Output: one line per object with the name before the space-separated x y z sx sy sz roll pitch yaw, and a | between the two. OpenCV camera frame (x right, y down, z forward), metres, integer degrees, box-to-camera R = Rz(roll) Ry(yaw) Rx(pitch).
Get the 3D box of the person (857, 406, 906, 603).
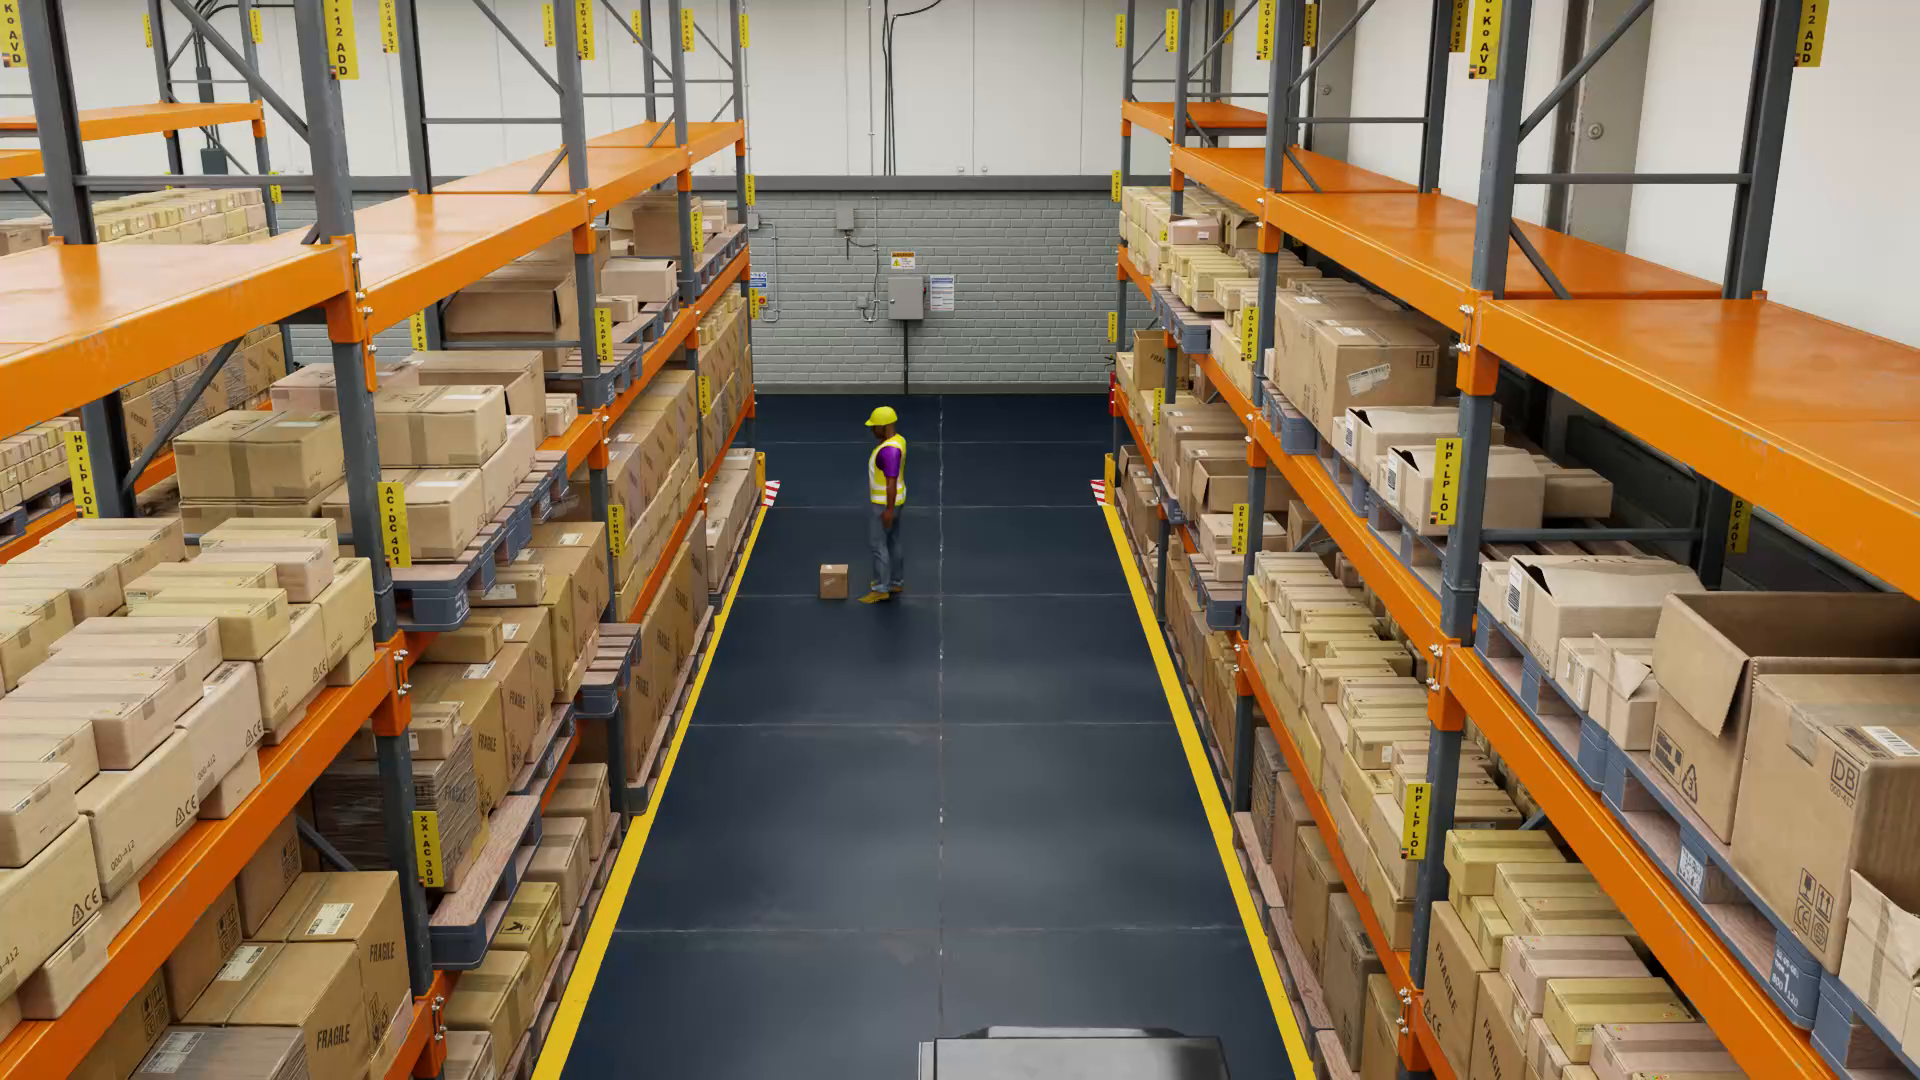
person | -0.708 -0.342 15.208 0.439 1.807 0.630 2 17 5
